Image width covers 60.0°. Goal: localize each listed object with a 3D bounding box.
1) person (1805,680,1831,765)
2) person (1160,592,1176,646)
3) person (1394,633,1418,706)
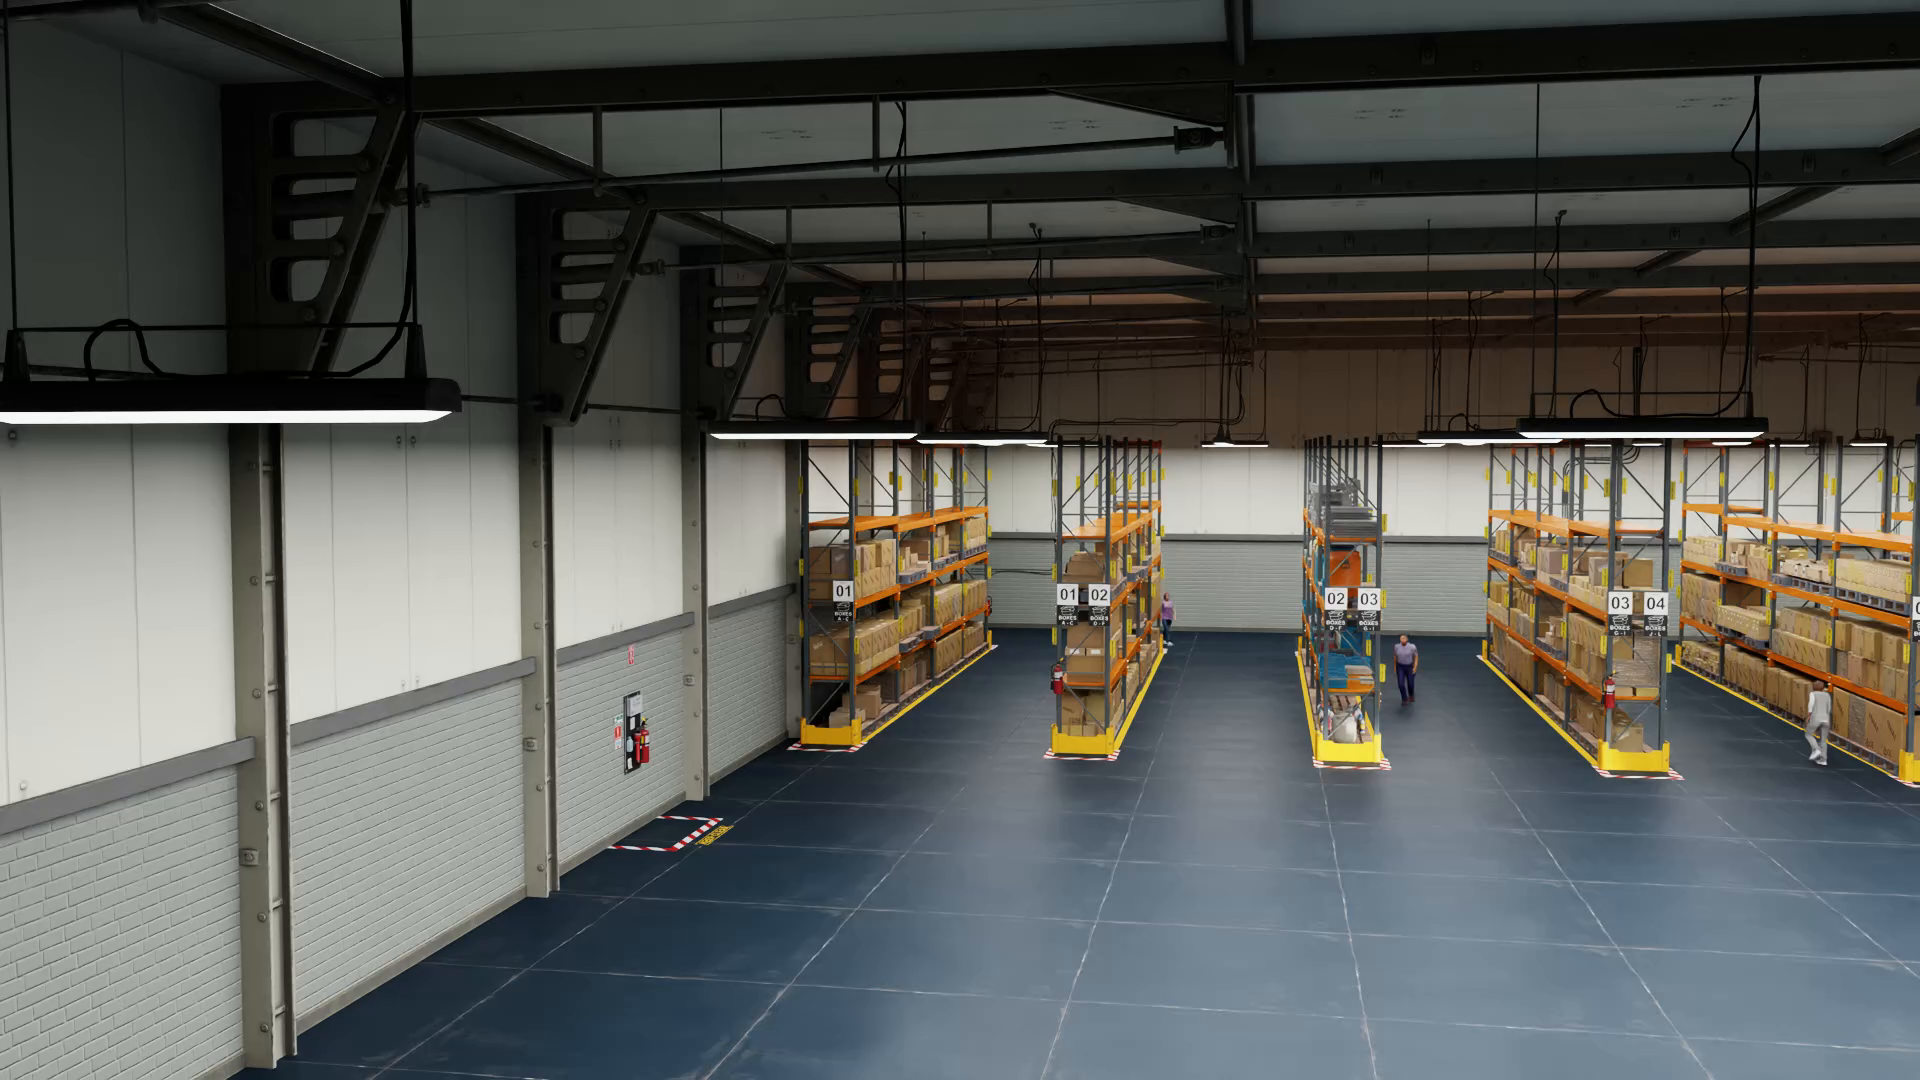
[{"bbox_3d":[15.750,3.329,30.510,0.485,1.495,0.742,1,3,12],"label":"person"},{"bbox_3d":[6.086,2.304,48.547,0.430,1.546,0.952,-1,3,-16],"label":"person"},{"bbox_3d":[10.053,2.894,37.455,0.539,1.626,0.574,1,3,24],"label":"person"}]
